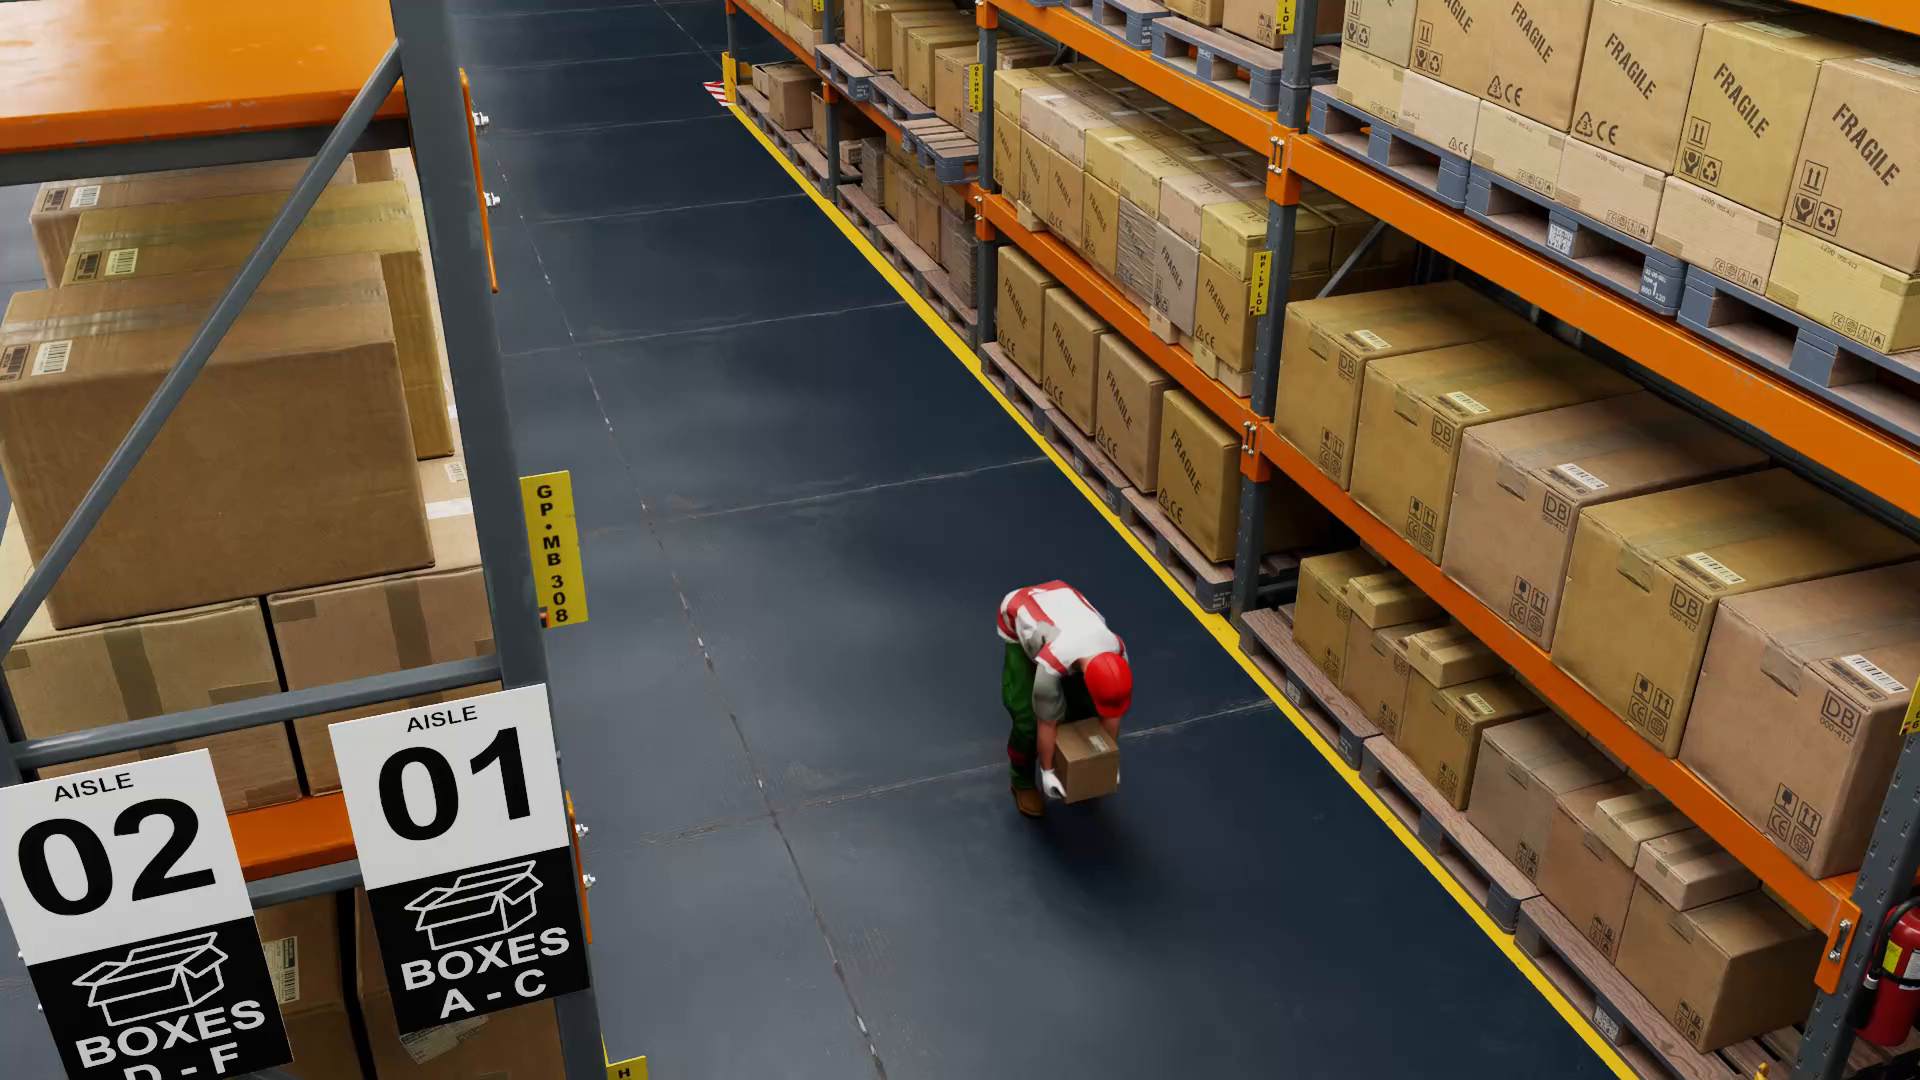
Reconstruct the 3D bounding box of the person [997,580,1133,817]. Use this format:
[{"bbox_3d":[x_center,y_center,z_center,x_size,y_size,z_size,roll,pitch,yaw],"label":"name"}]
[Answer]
[{"bbox_3d":[0.496,0.810,7.559,0.495,1.129,0.962,-11,32,-19],"label":"person"}]
